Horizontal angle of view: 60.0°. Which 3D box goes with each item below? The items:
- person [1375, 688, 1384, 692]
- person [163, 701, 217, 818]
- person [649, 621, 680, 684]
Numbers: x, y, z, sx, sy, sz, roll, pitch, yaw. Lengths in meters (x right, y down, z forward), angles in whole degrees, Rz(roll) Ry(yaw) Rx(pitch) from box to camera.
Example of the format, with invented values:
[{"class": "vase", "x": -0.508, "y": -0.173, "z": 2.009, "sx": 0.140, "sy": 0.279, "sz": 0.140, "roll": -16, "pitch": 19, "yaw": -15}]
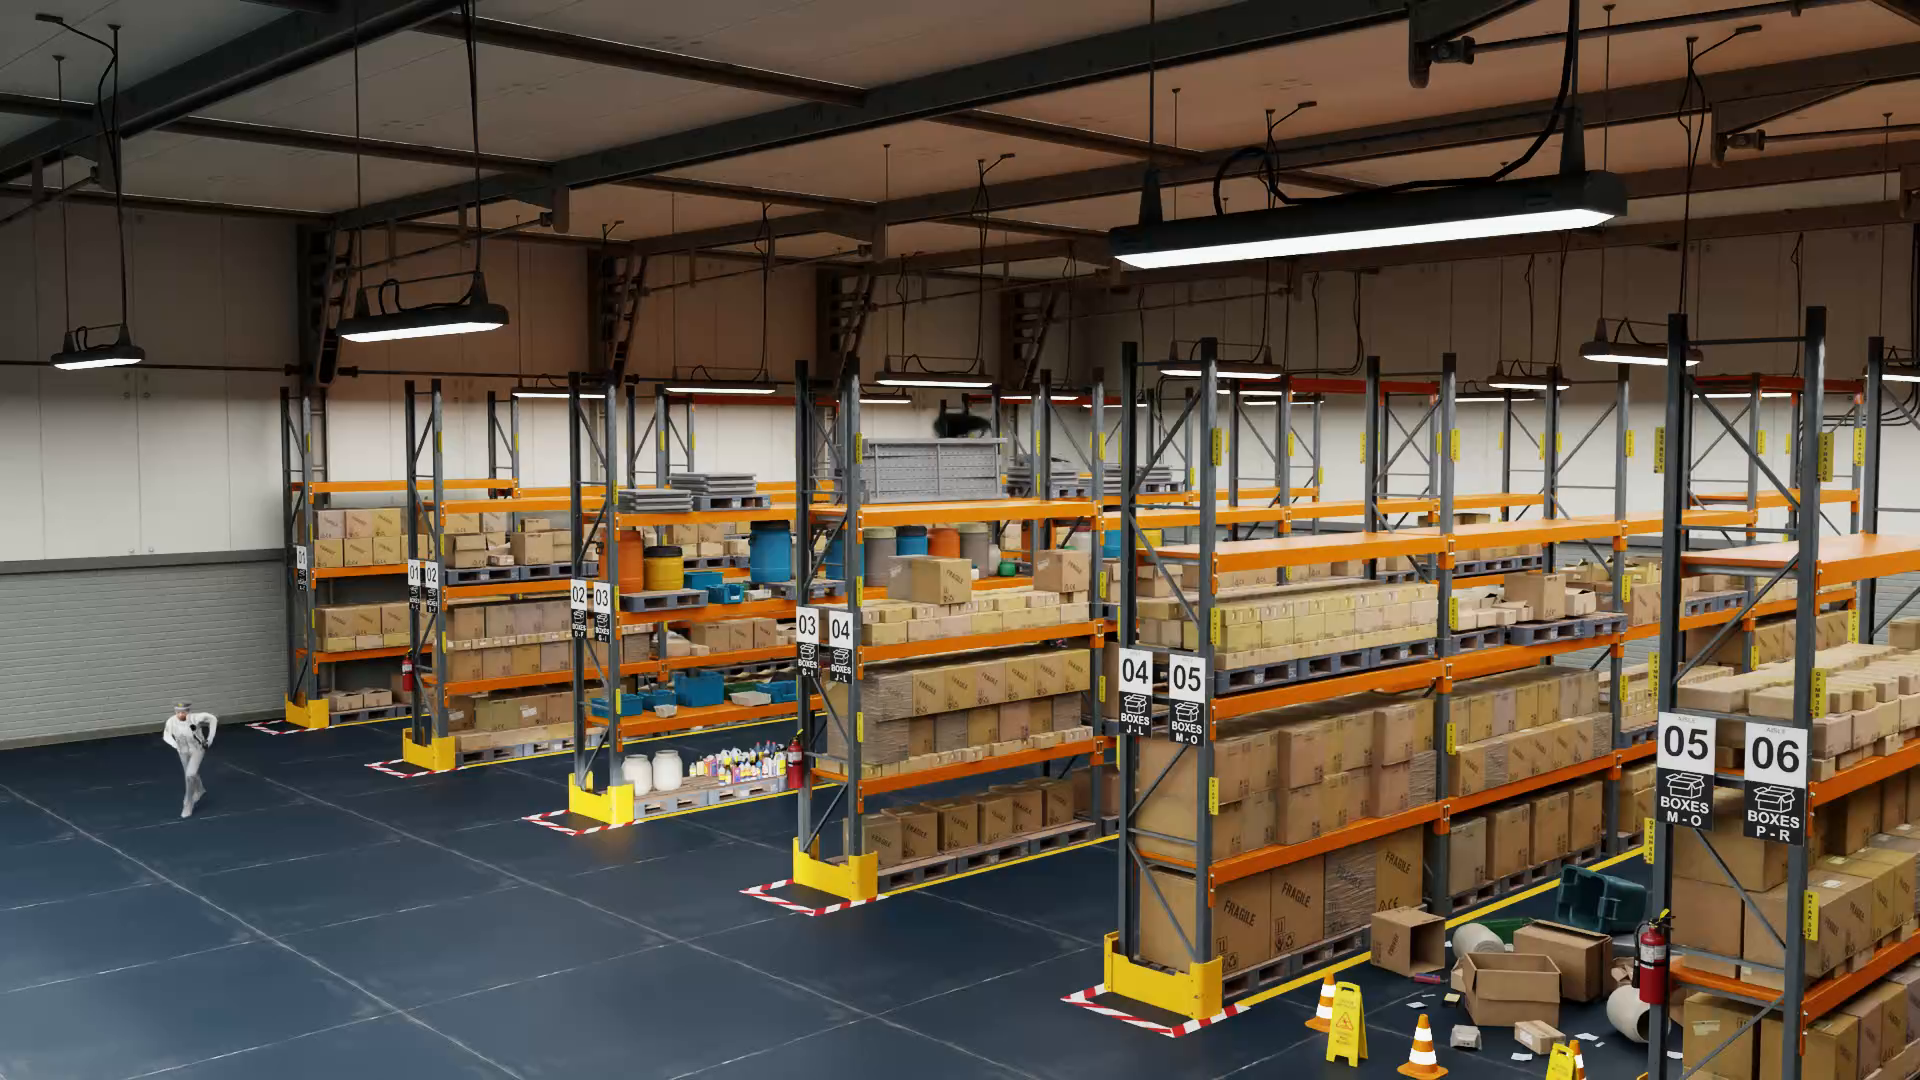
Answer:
[{"class": "person", "x": 5.865, "y": 2.871, "z": 22.936, "sx": 0.660, "sy": 1.717, "sz": 1.019, "roll": 3, "pitch": 5, "yaw": 42}, {"class": "person", "x": -10.504, "y": 2.954, "z": 22.776, "sx": 0.657, "sy": 1.611, "sz": 0.956, "roll": -1, "pitch": 4, "yaw": -9}, {"class": "person", "x": -5.467, "y": 2.280, "z": 30.851, "sx": 0.645, "sy": 1.783, "sz": 0.948, "roll": 2, "pitch": 4, "yaw": 34}]
